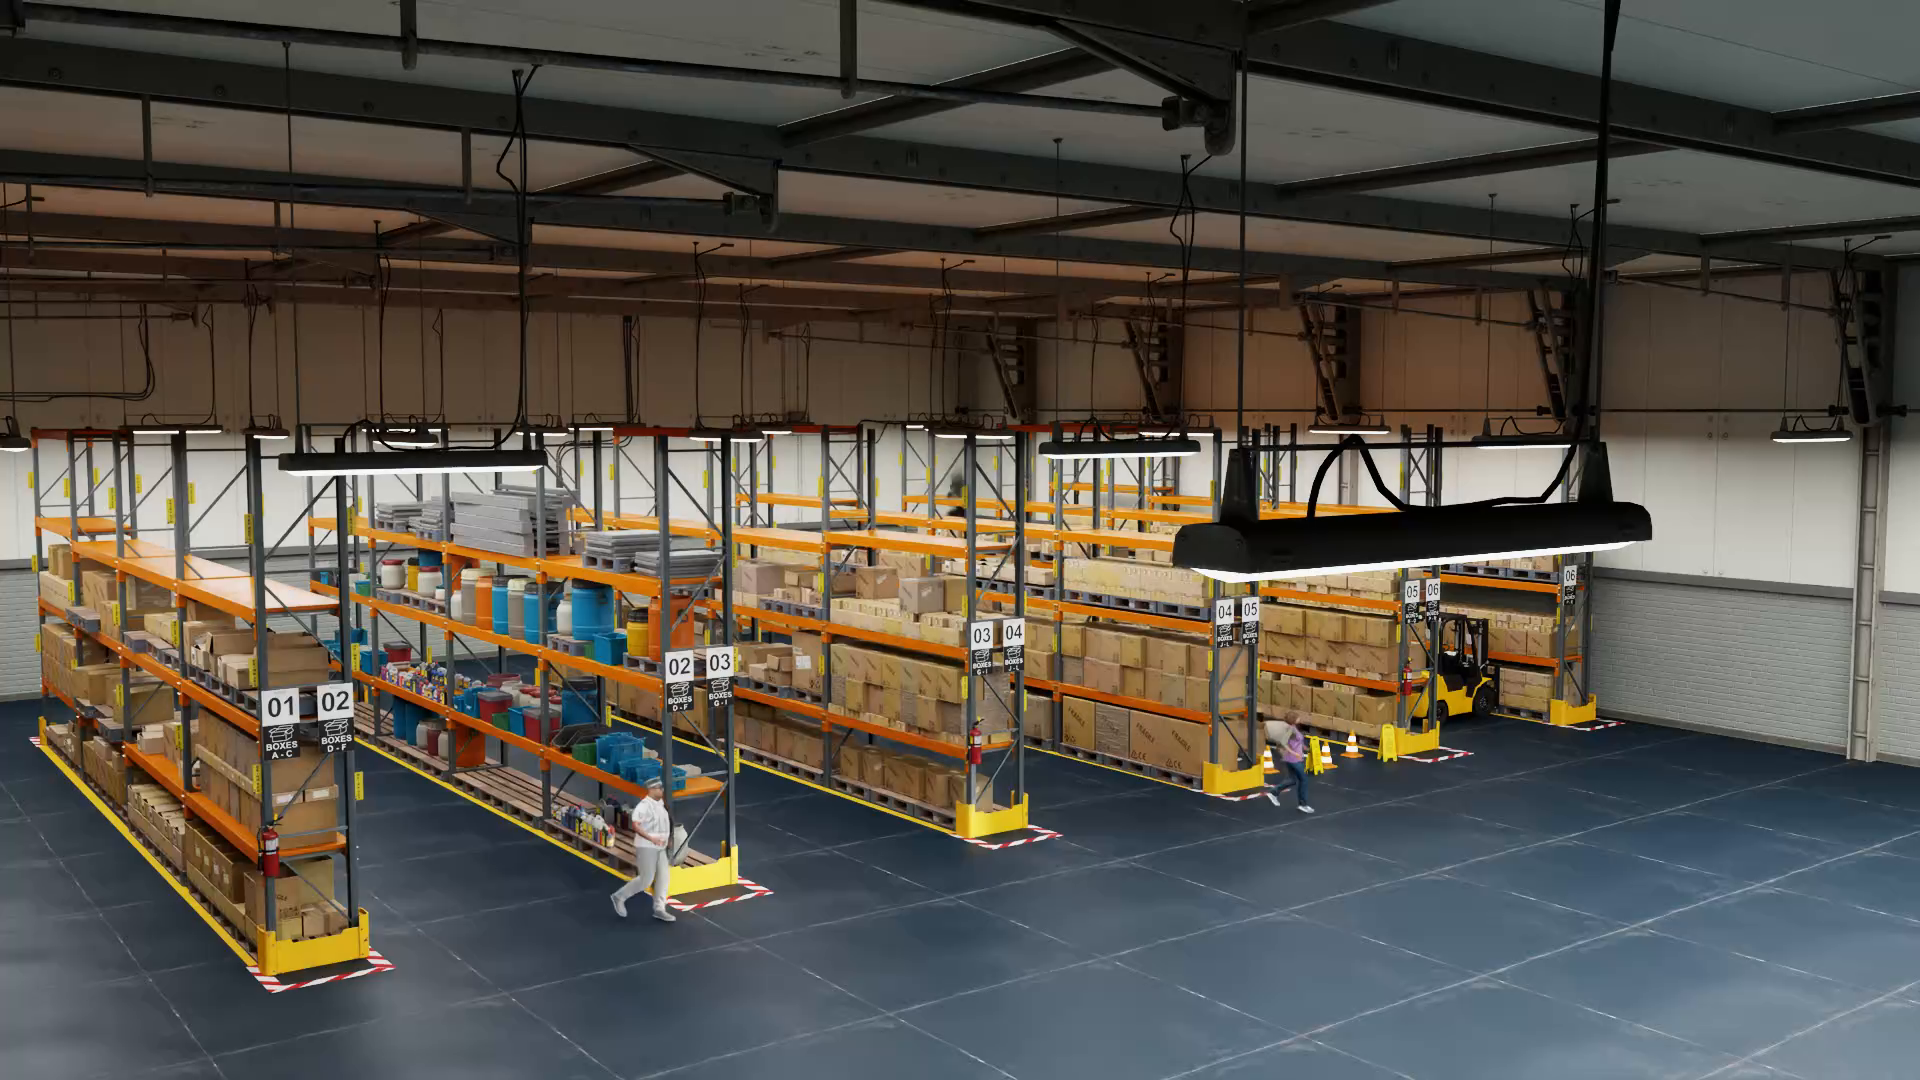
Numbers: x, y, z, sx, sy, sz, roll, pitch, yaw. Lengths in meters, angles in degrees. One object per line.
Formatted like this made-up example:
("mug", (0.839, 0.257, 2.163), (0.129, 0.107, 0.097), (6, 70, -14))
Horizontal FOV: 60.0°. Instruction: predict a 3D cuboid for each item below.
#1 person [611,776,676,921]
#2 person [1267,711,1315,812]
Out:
("person", (-3.870, 3.828, 20.806), (0.832, 1.747, 0.741), (1, 5, 16))
("person", (5.232, 3.497, 26.253), (0.760, 1.603, 0.549), (0, 4, 6))
